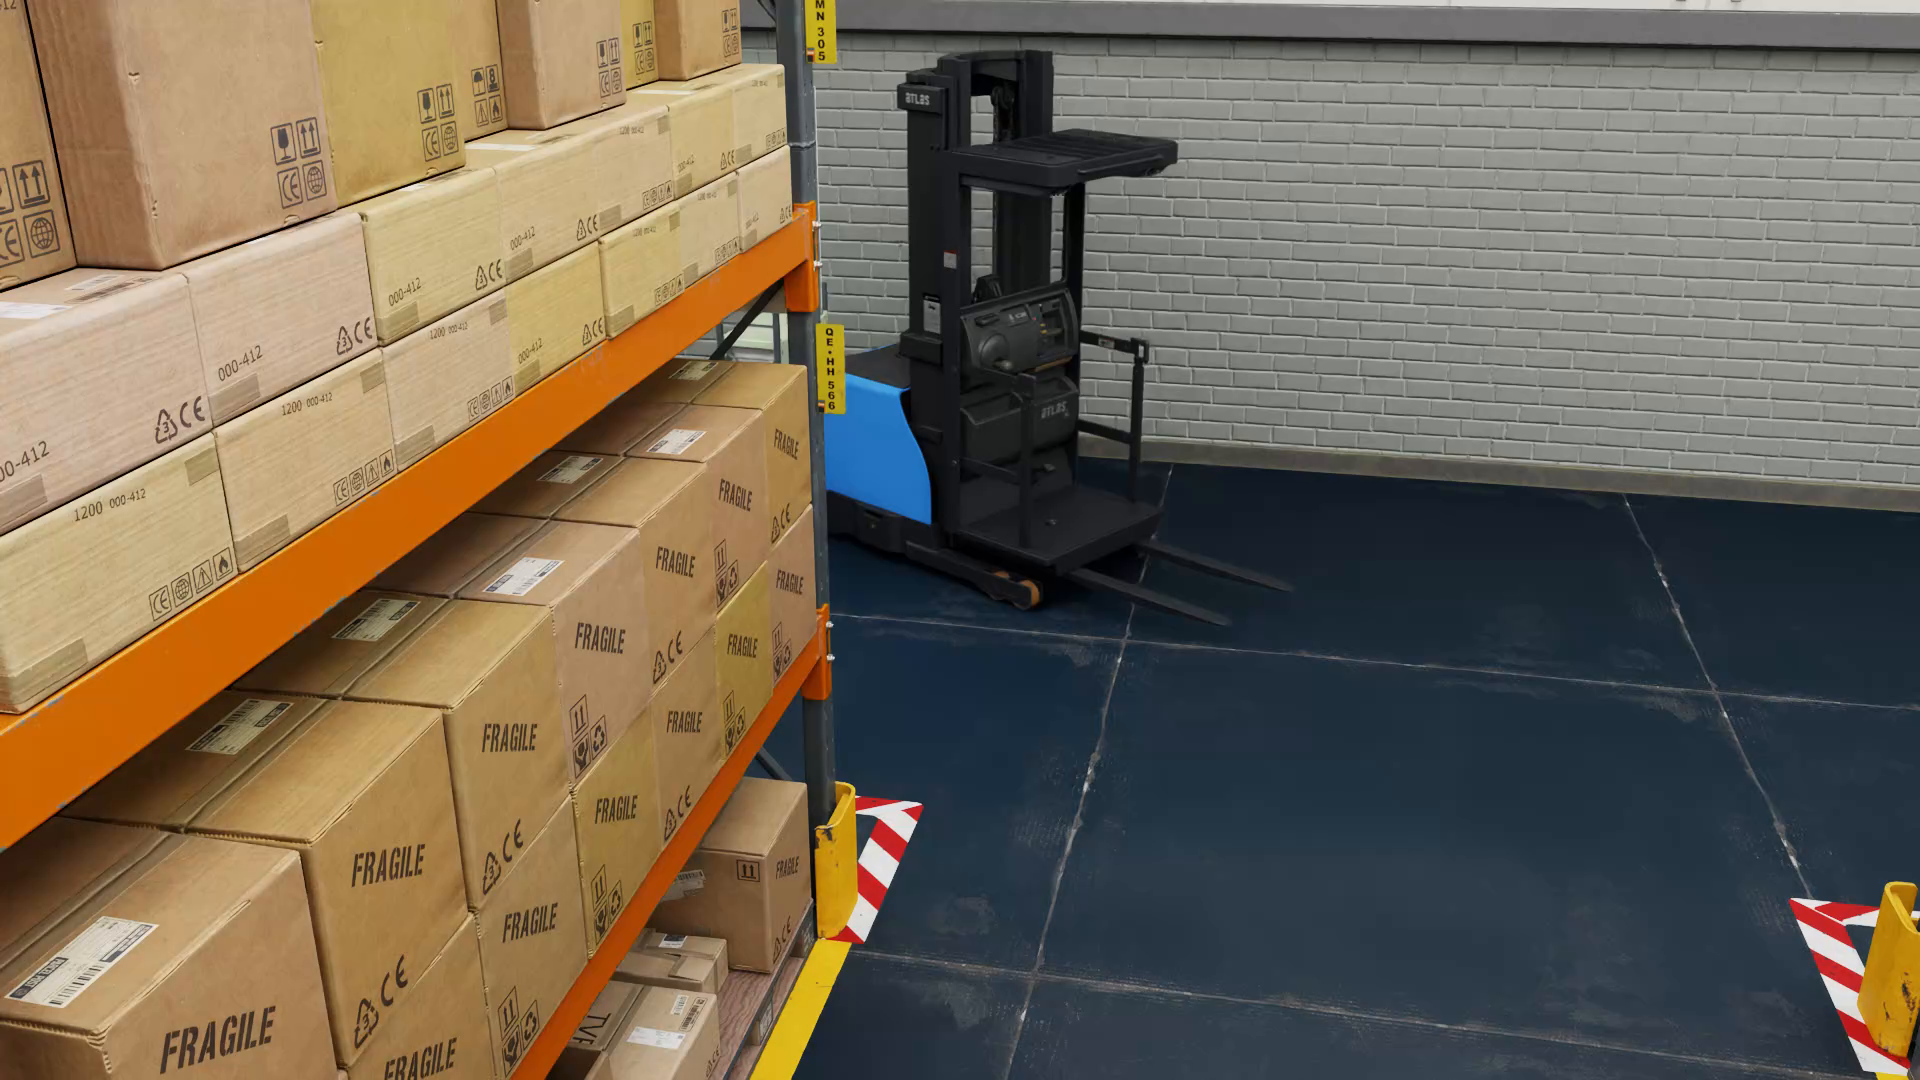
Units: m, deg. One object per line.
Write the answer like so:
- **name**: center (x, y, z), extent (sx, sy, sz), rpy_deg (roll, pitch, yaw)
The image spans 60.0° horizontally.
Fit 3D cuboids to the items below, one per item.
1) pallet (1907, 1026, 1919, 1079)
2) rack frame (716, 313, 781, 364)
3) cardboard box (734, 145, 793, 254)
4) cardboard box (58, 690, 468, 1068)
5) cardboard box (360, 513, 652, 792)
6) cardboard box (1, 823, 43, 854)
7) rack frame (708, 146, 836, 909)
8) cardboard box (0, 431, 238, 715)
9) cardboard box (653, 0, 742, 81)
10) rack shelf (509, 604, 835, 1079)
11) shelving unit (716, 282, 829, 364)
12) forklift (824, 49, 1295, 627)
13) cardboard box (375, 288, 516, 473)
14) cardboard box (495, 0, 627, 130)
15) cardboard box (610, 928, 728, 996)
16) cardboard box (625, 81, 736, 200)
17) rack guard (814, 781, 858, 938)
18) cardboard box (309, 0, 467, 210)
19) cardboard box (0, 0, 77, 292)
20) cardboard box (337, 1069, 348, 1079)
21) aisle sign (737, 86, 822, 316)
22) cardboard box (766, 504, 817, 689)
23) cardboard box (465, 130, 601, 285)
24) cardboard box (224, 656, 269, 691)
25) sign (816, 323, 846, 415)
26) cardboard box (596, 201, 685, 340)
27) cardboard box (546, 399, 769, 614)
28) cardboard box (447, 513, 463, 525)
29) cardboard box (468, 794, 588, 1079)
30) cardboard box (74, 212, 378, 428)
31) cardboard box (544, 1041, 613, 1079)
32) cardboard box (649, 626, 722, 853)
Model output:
- **pallet**: center (3.648, 2.004, 5.095), extent (1.003, 0.211, 1.213), rpy_deg (4, 22, 11)
- **rack frame**: center (-1.245, -0.662, 9.990), extent (0.400, 1.500, 0.023), rpy_deg (7, 23, 17)
- **cardboard box**: center (-0.840, -1.081, 5.208), extent (0.500, 0.250, 0.500), rpy_deg (4, 22, 11)
- **cardboard box**: center (-1.334, 0.646, 3.262), extent (0.500, 0.500, 0.500), rpy_deg (4, 22, 9)
- **cardboard box**: center (-1.124, 0.269, 4.198), extent (0.500, 0.500, 0.500), rpy_deg (5, 23, 13)
- **cardboard box**: center (-1.960, 0.781, 2.927), extent (0.500, 0.500, 0.500), rpy_deg (5, 22, 11)
- **rack frame**: center (-0.994, 0.033, 6.257), extent (1.000, 3.000, 0.127), rpy_deg (4, 22, 11)
- **cardboard box**: center (-1.468, 0.015, 2.487), extent (0.500, 0.250, 0.500), rpy_deg (4, 22, 11)
- **cardboard box**: center (-1.083, -1.680, 5.021), extent (0.700, 0.500, 0.500), rpy_deg (4, 22, 11)
- **rack shelf**: center (-1.402, 1.098, 4.575), extent (1.077, 0.370, 4.000), rpy_deg (4, 22, 11)
- **shelving unit**: center (-1.132, -0.792, 10.313), extent (0.431, 1.500, 0.755), rpy_deg (7, 23, 17)
- **forklift**: center (0.504, -1.184, 9.369), extent (3.031, 2.935, 1.130), rpy_deg (19, 29, 39)
- **cardboard box**: center (-1.259, -0.350, 3.394), extent (0.500, 0.250, 0.500), rpy_deg (4, 22, 11)
- **cardboard box**: center (-1.265, -1.312, 4.109), extent (0.700, 0.500, 0.500), rpy_deg (4, 22, 11)
- **cardboard box**: center (-1.034, 1.502, 5.813), extent (0.380, 0.166, 0.250), rpy_deg (4, 22, 11)
- **cardboard box**: center (-0.951, -1.131, 4.662), extent (0.500, 0.250, 0.500), rpy_deg (4, 22, 11)
- **rack guard**: center (-1.009, 1.220, 6.655), extent (1.175, 0.500, 0.348), rpy_deg (4, 22, 11)
- **cardboard box**: center (-1.411, -0.942, 3.190), extent (0.700, 0.500, 0.500), rpy_deg (4, 22, 11)
- **cardboard box**: center (-1.748, -0.587, 2.307), extent (0.700, 0.500, 0.500), rpy_deg (4, 22, 11)
- **cardboard box**: center (-1.439, 1.284, 3.017), extent (0.500, 0.500, 0.500), rpy_deg (5, 22, 12)
- **aisle sign**: center (-0.680, -1.175, 5.775), extent (0.394, 0.787, 0.004), rpy_deg (4, 22, 11)
- **cardboard box**: center (-0.819, 0.171, 5.780), extent (0.500, 0.500, 0.500), rpy_deg (5, 23, 13)
- **cardboard box**: center (-1.152, -0.765, 3.753), extent (0.500, 0.250, 0.500), rpy_deg (4, 22, 11)
- **cardboard box**: center (-1.755, 0.409, 3.850), extent (0.500, 0.500, 0.500), rpy_deg (5, 22, 11)
- **sign**: center (-0.455, -0.601, 5.858), extent (0.100, 0.325, 0.005), rpy_deg (4, 22, 11)
- **cardboard box**: center (-1.042, -0.715, 4.299), extent (0.500, 0.250, 0.500), rpy_deg (4, 22, 11)
- **cardboard box**: center (-0.918, -0.109, 5.136), extent (0.500, 0.500, 0.500), rpy_deg (5, 22, 12)
- **cardboard box**: center (-1.549, 0.039, 4.769), extent (0.500, 0.500, 0.500), rpy_deg (5, 22, 12)
- **cardboard box**: center (-1.234, 0.913, 3.936), extent (0.500, 0.500, 0.500), rpy_deg (4, 22, 11)
- **cardboard box**: center (-1.367, -0.400, 2.848), extent (0.500, 0.250, 0.500), rpy_deg (4, 22, 11)
- **cardboard box**: center (-1.432, 1.762, 4.716), extent (0.797, 0.503, 0.637), rpy_deg (4, 22, 11)
- **cardboard box**: center (-1.028, 0.543, 4.856), extent (0.500, 0.500, 0.500), rpy_deg (5, 22, 11)
